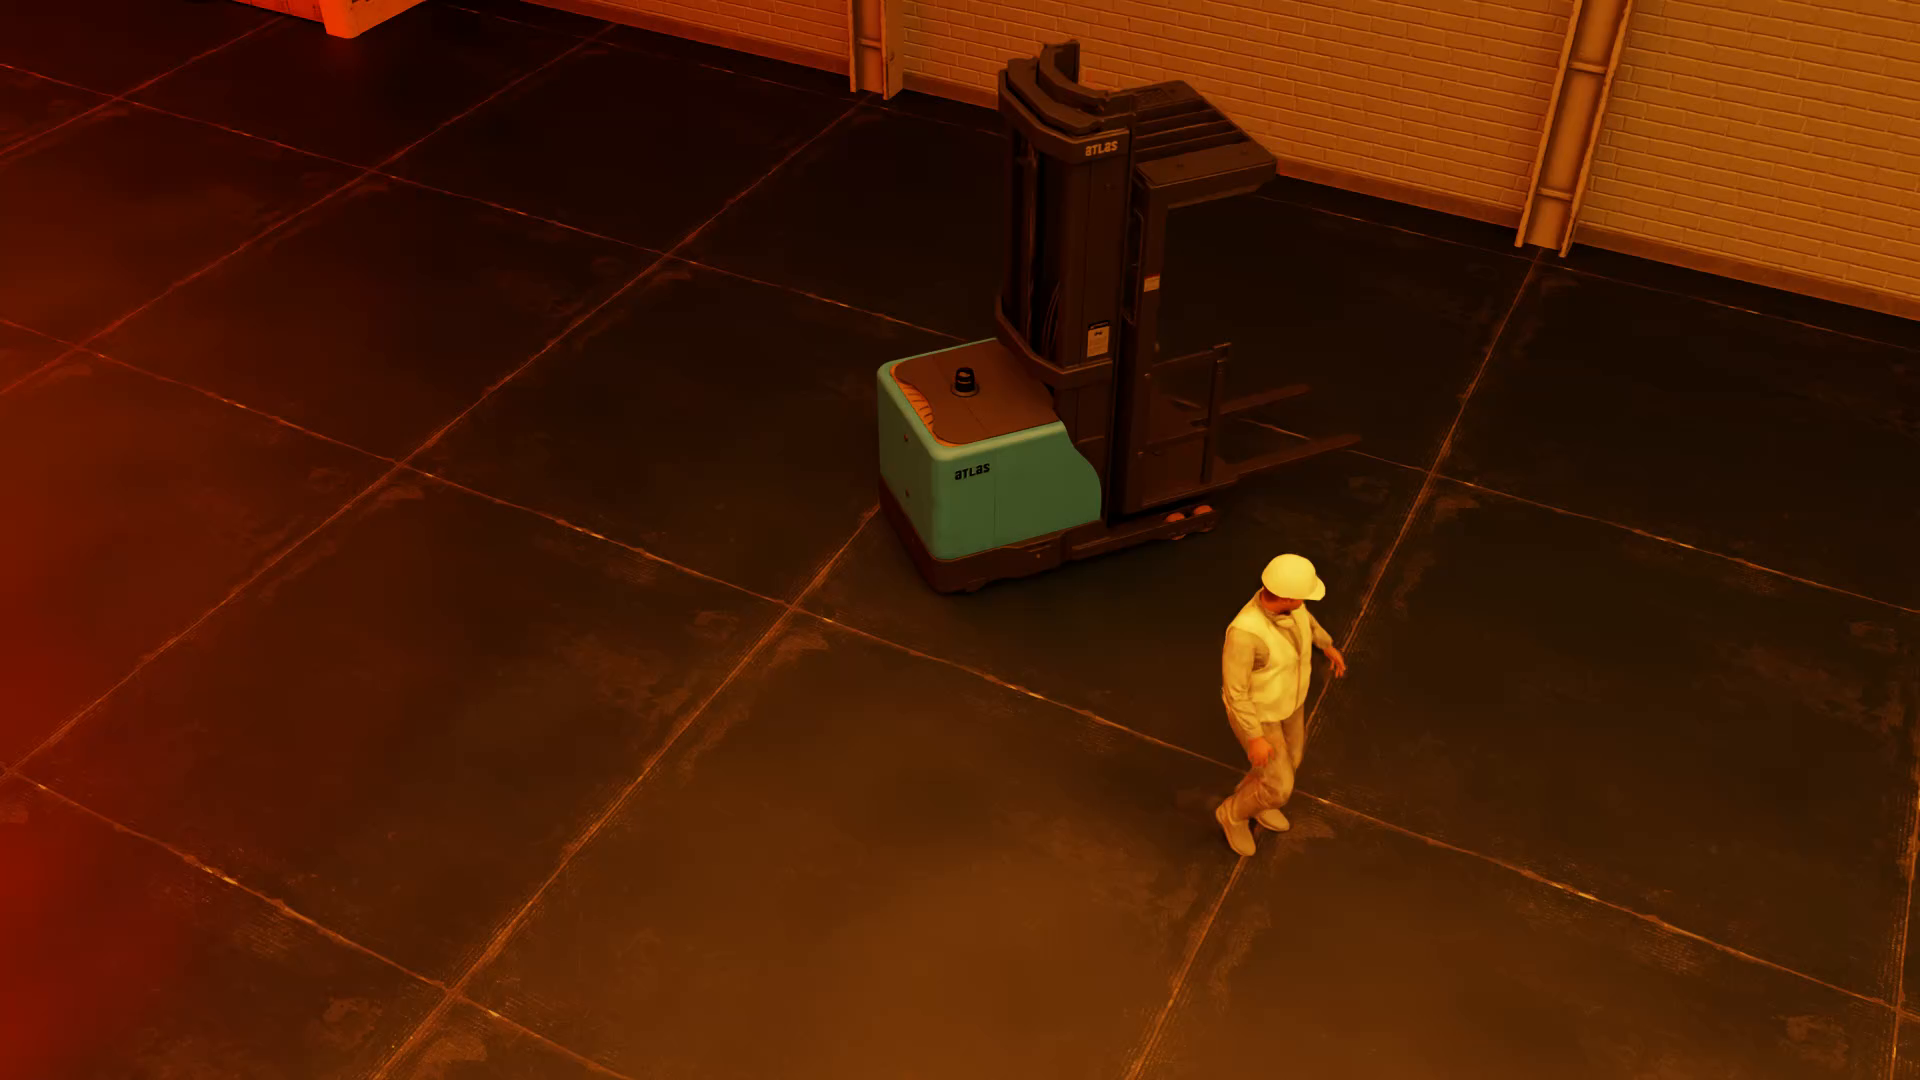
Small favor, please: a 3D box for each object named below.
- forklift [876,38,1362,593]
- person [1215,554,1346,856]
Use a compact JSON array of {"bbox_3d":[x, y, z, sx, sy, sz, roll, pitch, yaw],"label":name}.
[{"bbox_3d":[1.059,-1.423,9.676,3.031,2.935,1.130,-15,42,-17],"label":"forklift"},{"bbox_3d":[1.544,0.771,8.011,0.498,1.767,0.805,31,49,31],"label":"person"}]
